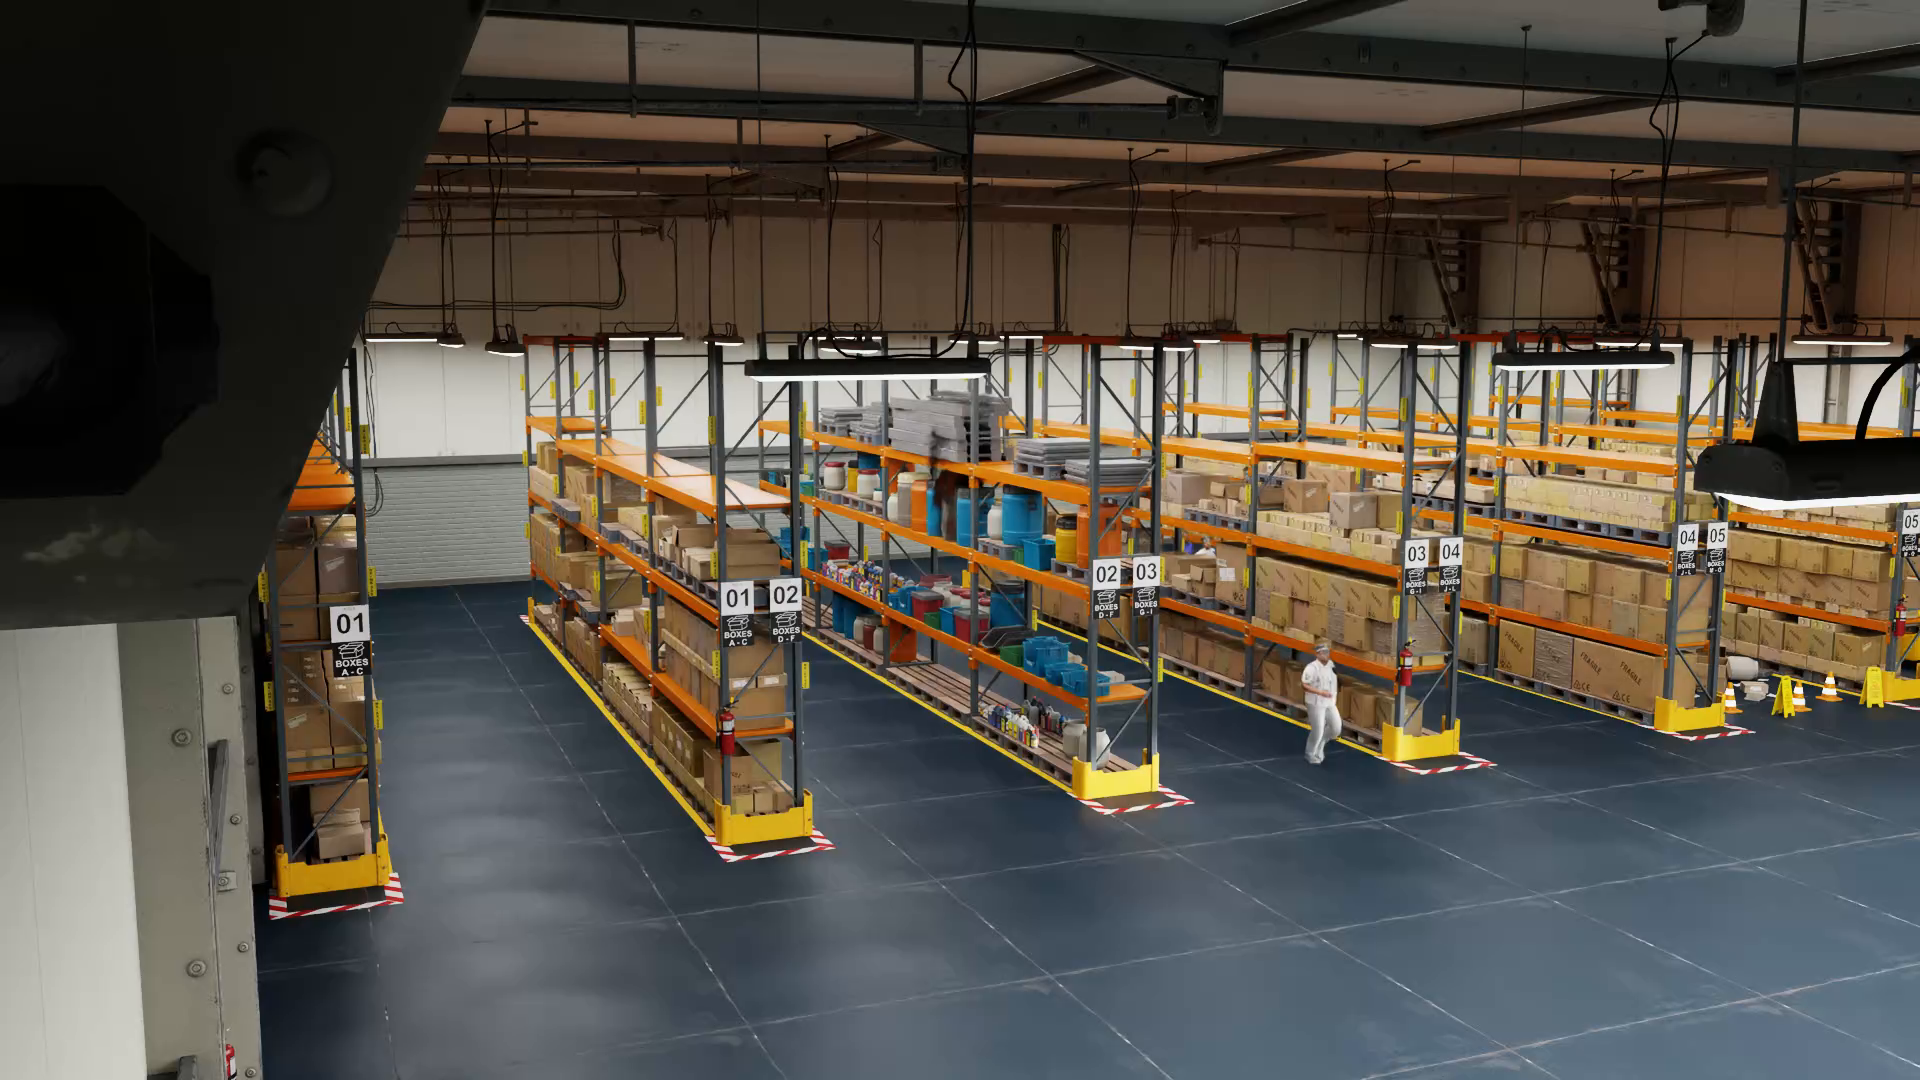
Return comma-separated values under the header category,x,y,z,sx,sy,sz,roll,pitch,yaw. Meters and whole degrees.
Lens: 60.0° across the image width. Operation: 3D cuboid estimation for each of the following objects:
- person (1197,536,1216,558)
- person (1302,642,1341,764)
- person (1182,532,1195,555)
category,x,y,z,sx,sy,sz,roll,pitch,yaw
person,5.347,0.757,35.821,0.618,1.728,0.733,-2,8,-16
person,5.191,2.323,23.671,0.661,1.769,0.578,-4,9,-29
person,4.978,0.631,36.630,0.593,1.619,1.020,-2,8,-17
